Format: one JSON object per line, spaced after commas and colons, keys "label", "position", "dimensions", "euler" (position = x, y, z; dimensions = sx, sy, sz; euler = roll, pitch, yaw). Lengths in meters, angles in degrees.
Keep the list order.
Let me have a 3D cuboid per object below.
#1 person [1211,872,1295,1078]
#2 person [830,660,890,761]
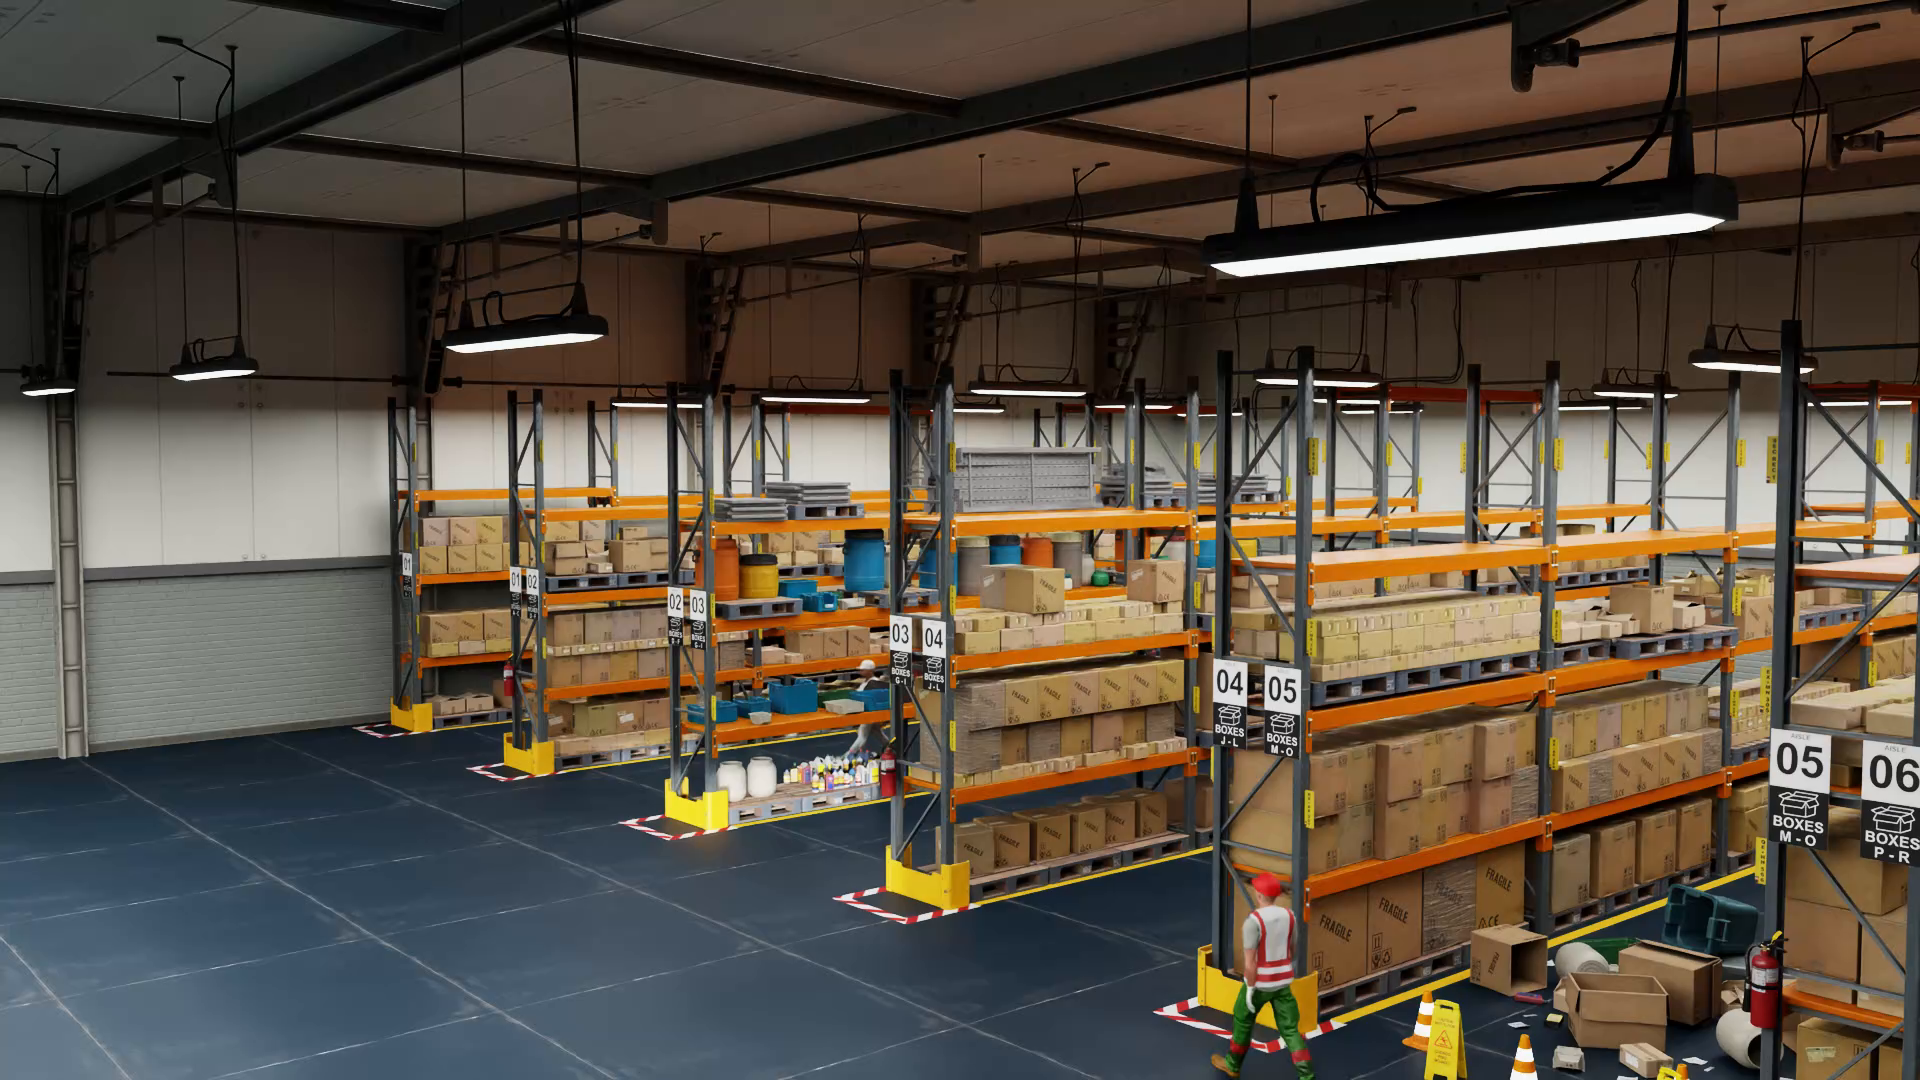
{"label": "person", "position": [2.437, 3.514, 13.259], "dimensions": [0.418, 1.738, 1.092], "euler": [-2, 4, -28]}
{"label": "person", "position": [-1.530, 2.748, 26.439], "dimensions": [1.115, 1.693, 0.586], "euler": [0, 3, -7]}
